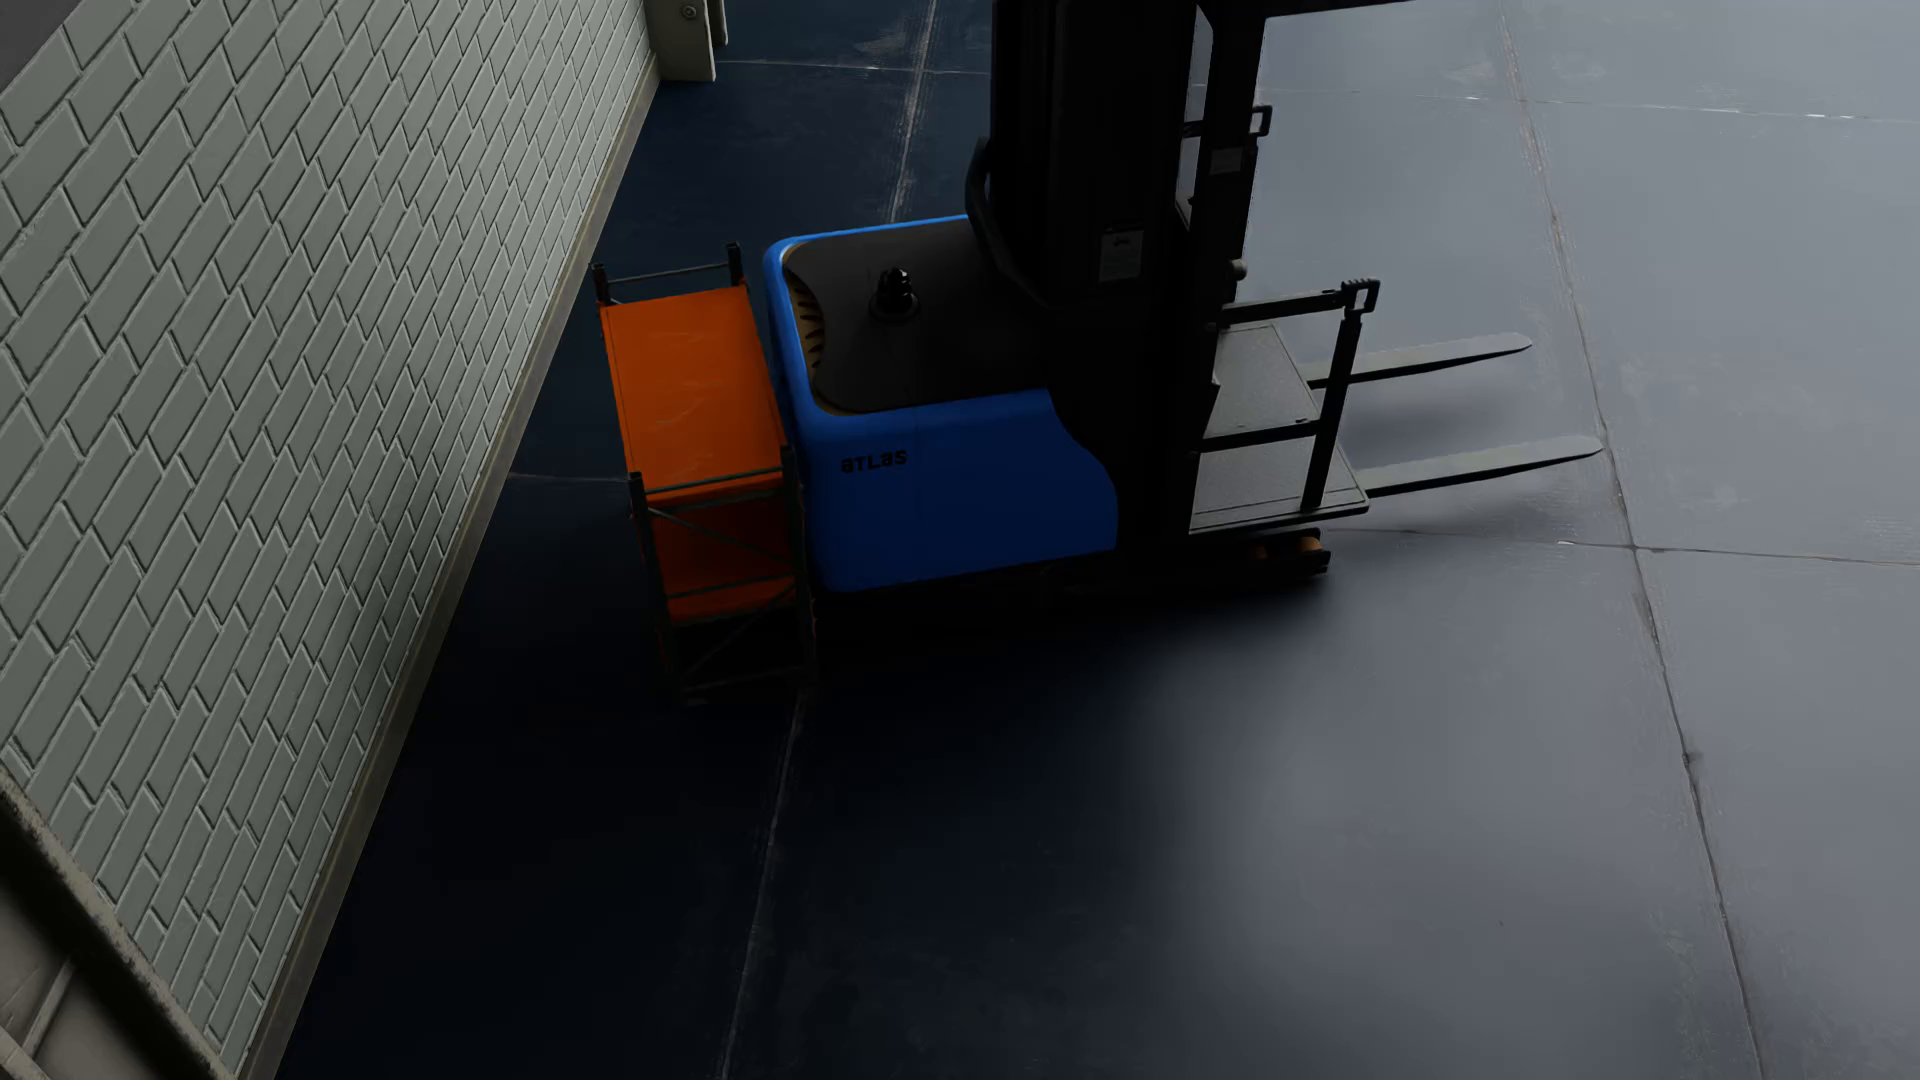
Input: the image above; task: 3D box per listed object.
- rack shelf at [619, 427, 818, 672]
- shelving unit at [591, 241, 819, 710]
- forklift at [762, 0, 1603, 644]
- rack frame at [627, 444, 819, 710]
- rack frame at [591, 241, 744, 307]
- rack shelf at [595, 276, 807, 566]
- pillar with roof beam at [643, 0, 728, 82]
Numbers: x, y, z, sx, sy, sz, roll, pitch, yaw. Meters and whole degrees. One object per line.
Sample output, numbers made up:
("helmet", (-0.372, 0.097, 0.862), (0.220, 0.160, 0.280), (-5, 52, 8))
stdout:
("rack shelf", (-0.864, -0.051, 5.866), (0.538, 0.278, 1.000), (-11, 48, -10))
("shelving unit", (-0.864, -0.216, 5.685), (0.538, 1.125, 1.048), (-11, 48, -10))
("forklift", (0.876, -1.186, 5.349), (3.031, 2.935, 1.130), (-9, 48, -8))
("rack frame", (-0.738, 0.147, 5.353), (0.500, 1.125, 0.032), (-11, 48, -10))
("rack frame", (-0.991, -0.579, 6.017), (0.500, 1.125, 0.032), (-11, 48, -10))
("rack shelf", (-0.865, -0.414, 5.469), (0.538, 0.278, 1.000), (-11, 48, -10))
("pillar with roof beam", (2.914, -5.207, 4.914), (9.100, 9.000, 0.400), (4, 48, 4))
